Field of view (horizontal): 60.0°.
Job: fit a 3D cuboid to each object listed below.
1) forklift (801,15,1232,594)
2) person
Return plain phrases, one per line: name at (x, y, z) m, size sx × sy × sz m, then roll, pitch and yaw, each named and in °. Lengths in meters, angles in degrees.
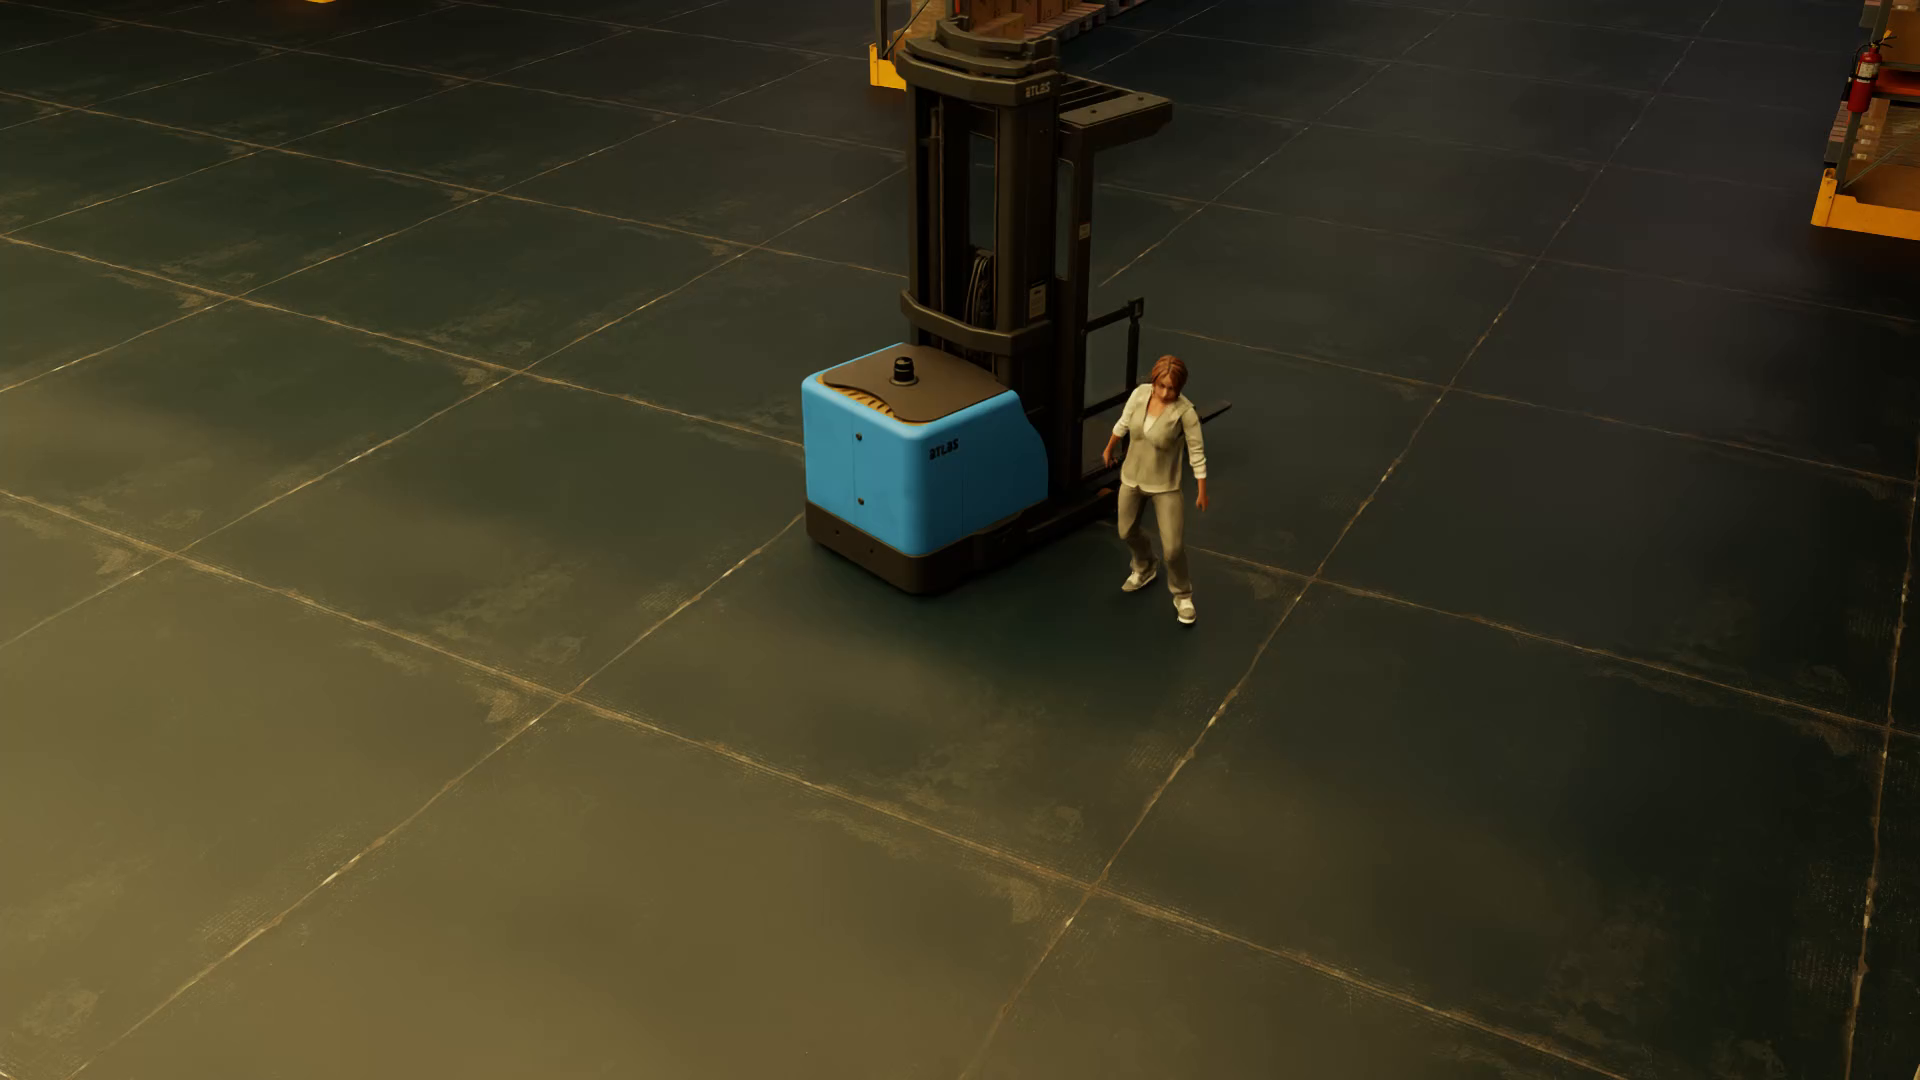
forklift at (0.498, -1.593, 9.831) m, size 3.031 × 2.935 × 1.130 m, roll -25°, pitch 38°, yaw -36°
person at (1.070, -0.330, 9.081) m, size 0.725 × 1.566 × 0.418 m, roll 22°, pitch 37°, yaw 33°
